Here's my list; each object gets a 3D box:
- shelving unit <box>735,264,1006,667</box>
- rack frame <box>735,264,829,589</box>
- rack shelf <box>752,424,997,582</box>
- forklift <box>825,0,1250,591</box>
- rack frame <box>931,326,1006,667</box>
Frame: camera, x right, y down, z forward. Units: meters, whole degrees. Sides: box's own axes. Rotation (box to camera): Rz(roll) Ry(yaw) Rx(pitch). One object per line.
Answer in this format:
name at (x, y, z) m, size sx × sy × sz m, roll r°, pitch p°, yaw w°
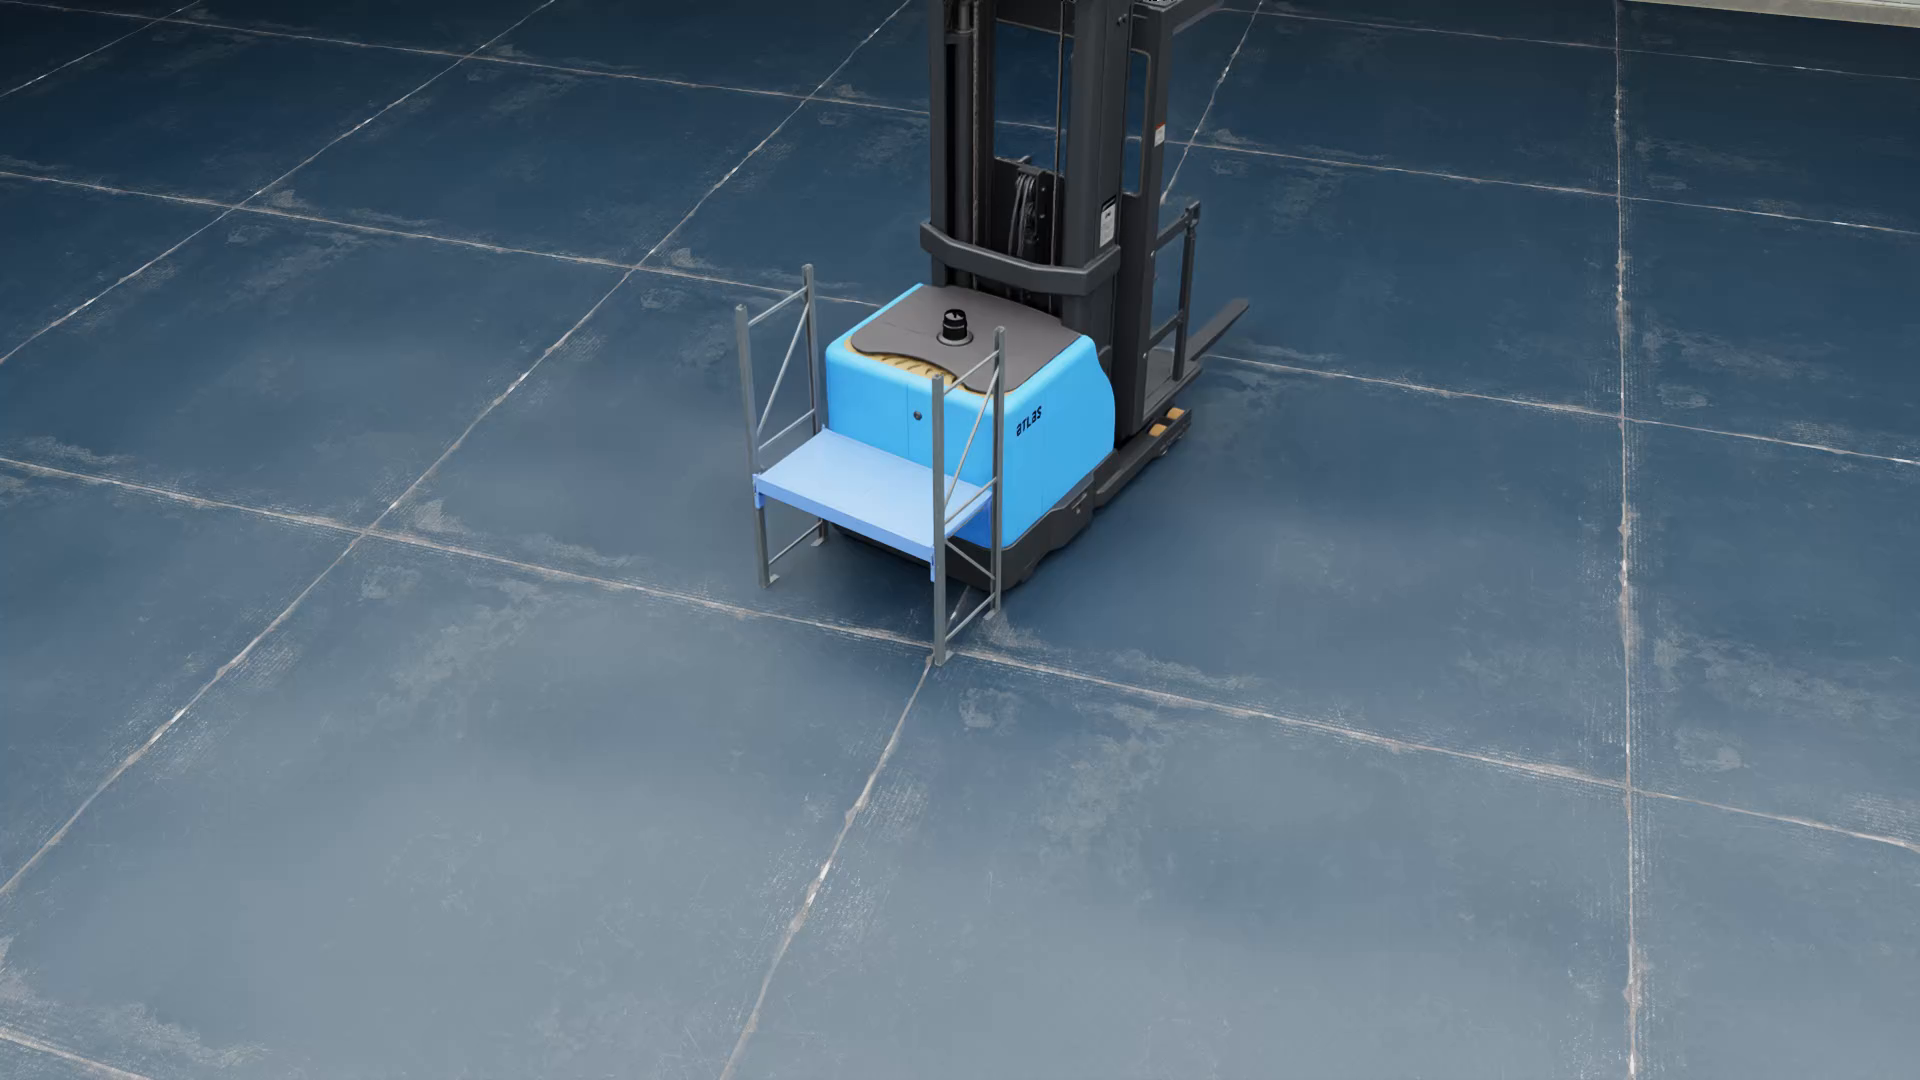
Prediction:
shelving unit at (-0.383, -0.329, 7.431) m, size 1.048 × 1.500 × 0.538 m, roll 22°, pitch 42°, yaw 27°
rack frame at (-0.804, -0.497, 7.660) m, size 0.032 × 1.500 × 0.500 m, roll 22°, pitch 42°, yaw 27°
rack shelf at (-0.383, -0.184, 7.538) m, size 1.000 × 0.185 × 0.538 m, roll 22°, pitch 42°, yaw 27°
forklift at (0.594, -1.774, 8.188) m, size 1.130 × 2.935 × 3.031 m, roll 21°, pitch 41°, yaw 26°
rack frame at (0.038, -0.160, 7.202) m, size 0.032 × 1.500 × 0.500 m, roll 22°, pitch 42°, yaw 27°
